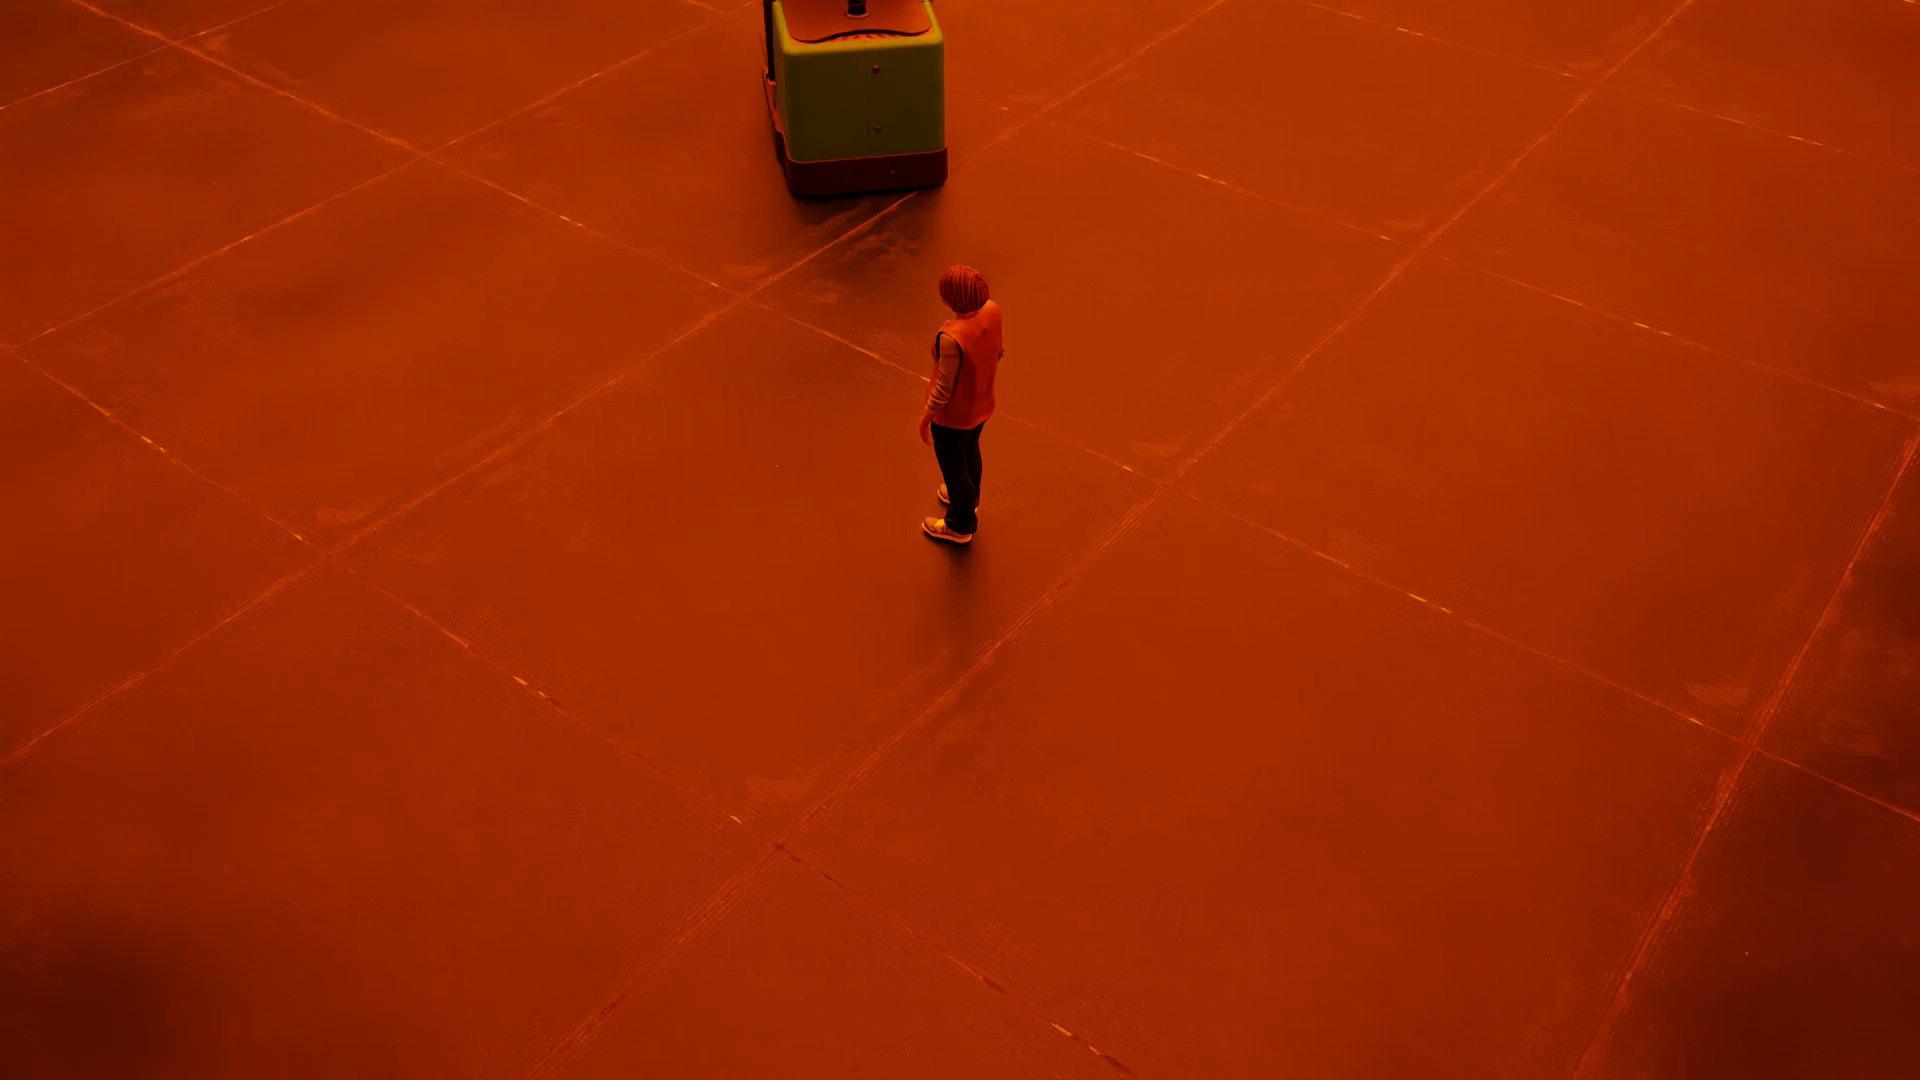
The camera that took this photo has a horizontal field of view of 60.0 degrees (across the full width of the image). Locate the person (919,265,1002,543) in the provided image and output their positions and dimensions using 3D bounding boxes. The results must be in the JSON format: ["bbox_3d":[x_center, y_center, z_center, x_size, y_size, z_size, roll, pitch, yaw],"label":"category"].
[{"bbox_3d":[-0.049,-0.652,7.855,0.473,1.599,0.513,26,47,28],"label":"person"}]

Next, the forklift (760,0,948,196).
[{"bbox_3d":[-0.845,-4.321,11.143,1.130,2.935,3.031,-7,41,-8],"label":"forklift"}]
